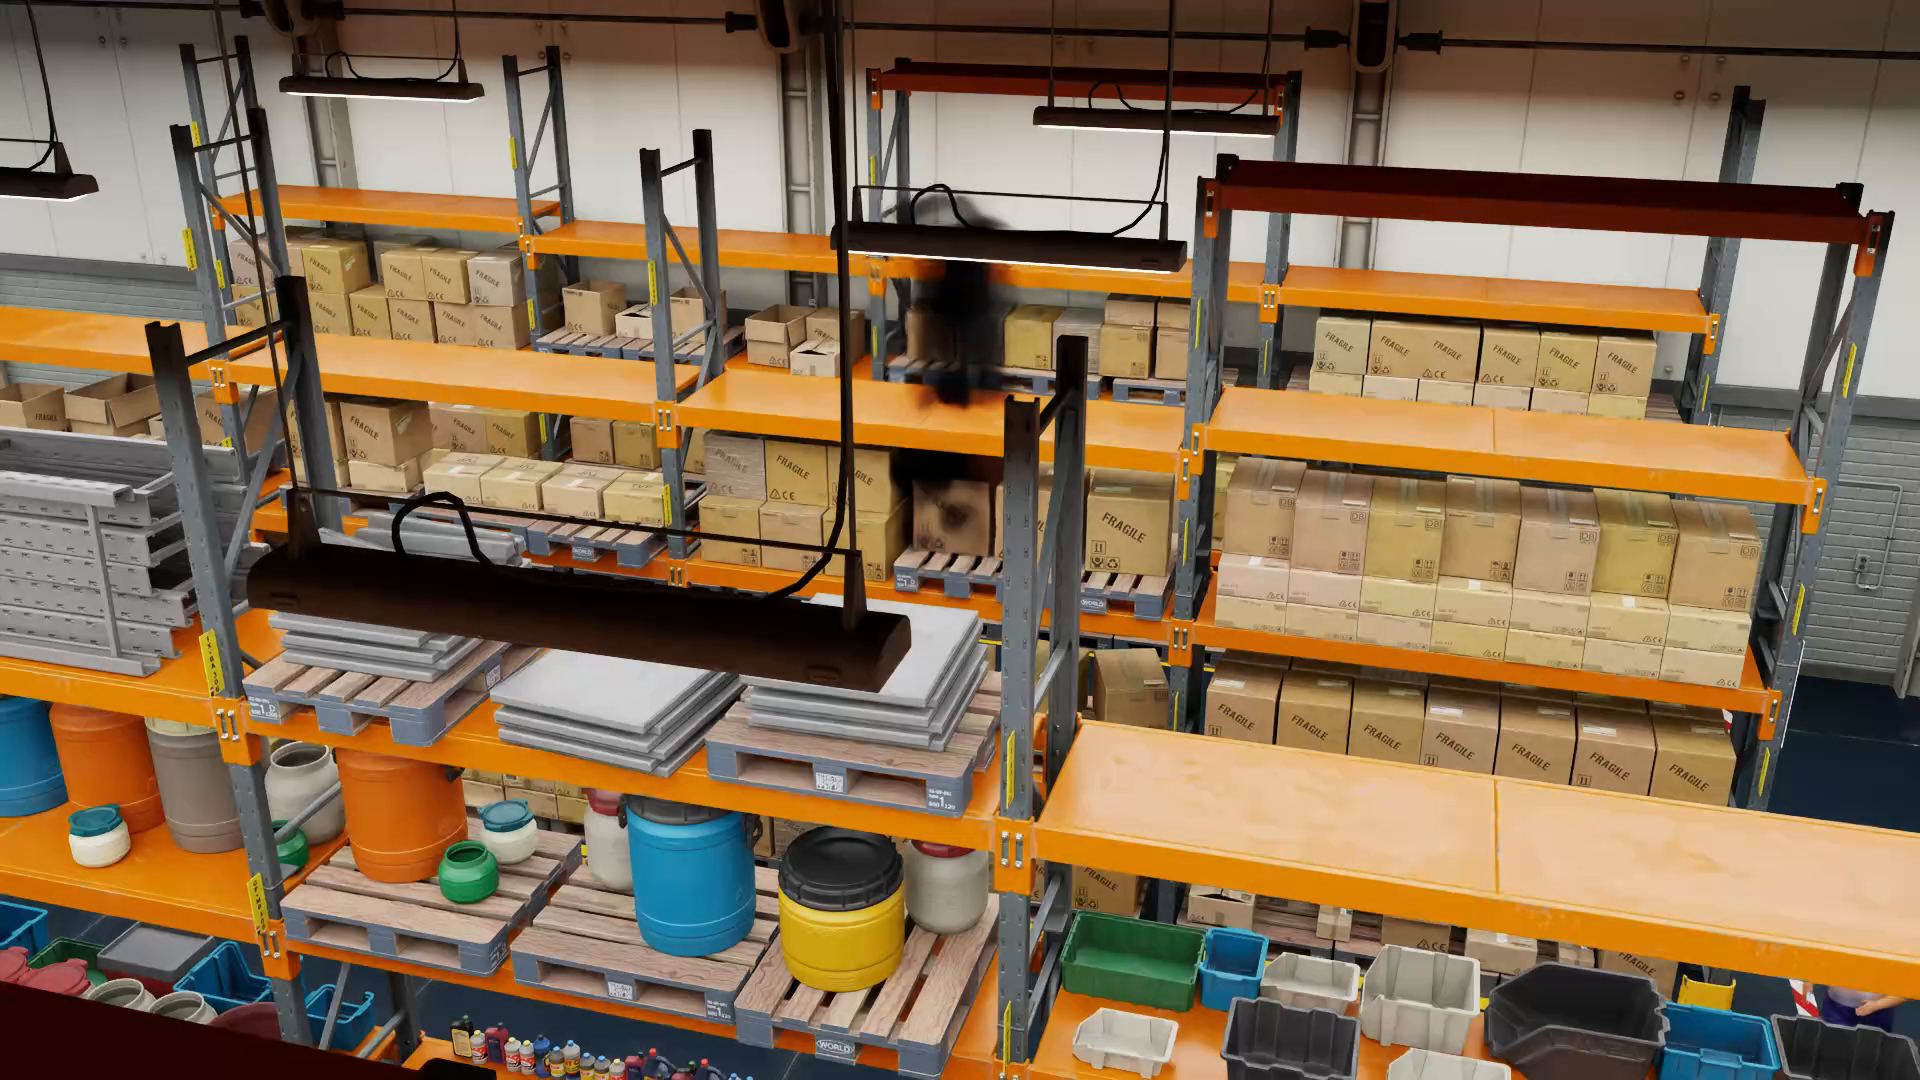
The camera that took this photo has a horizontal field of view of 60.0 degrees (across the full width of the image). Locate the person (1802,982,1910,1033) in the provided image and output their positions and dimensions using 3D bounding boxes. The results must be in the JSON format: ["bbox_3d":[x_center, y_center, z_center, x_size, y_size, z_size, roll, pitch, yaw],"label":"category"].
[{"bbox_3d":[5.892,3.167,11.005,0.648,1.595,0.914,14,26,31],"label":"person"}]
